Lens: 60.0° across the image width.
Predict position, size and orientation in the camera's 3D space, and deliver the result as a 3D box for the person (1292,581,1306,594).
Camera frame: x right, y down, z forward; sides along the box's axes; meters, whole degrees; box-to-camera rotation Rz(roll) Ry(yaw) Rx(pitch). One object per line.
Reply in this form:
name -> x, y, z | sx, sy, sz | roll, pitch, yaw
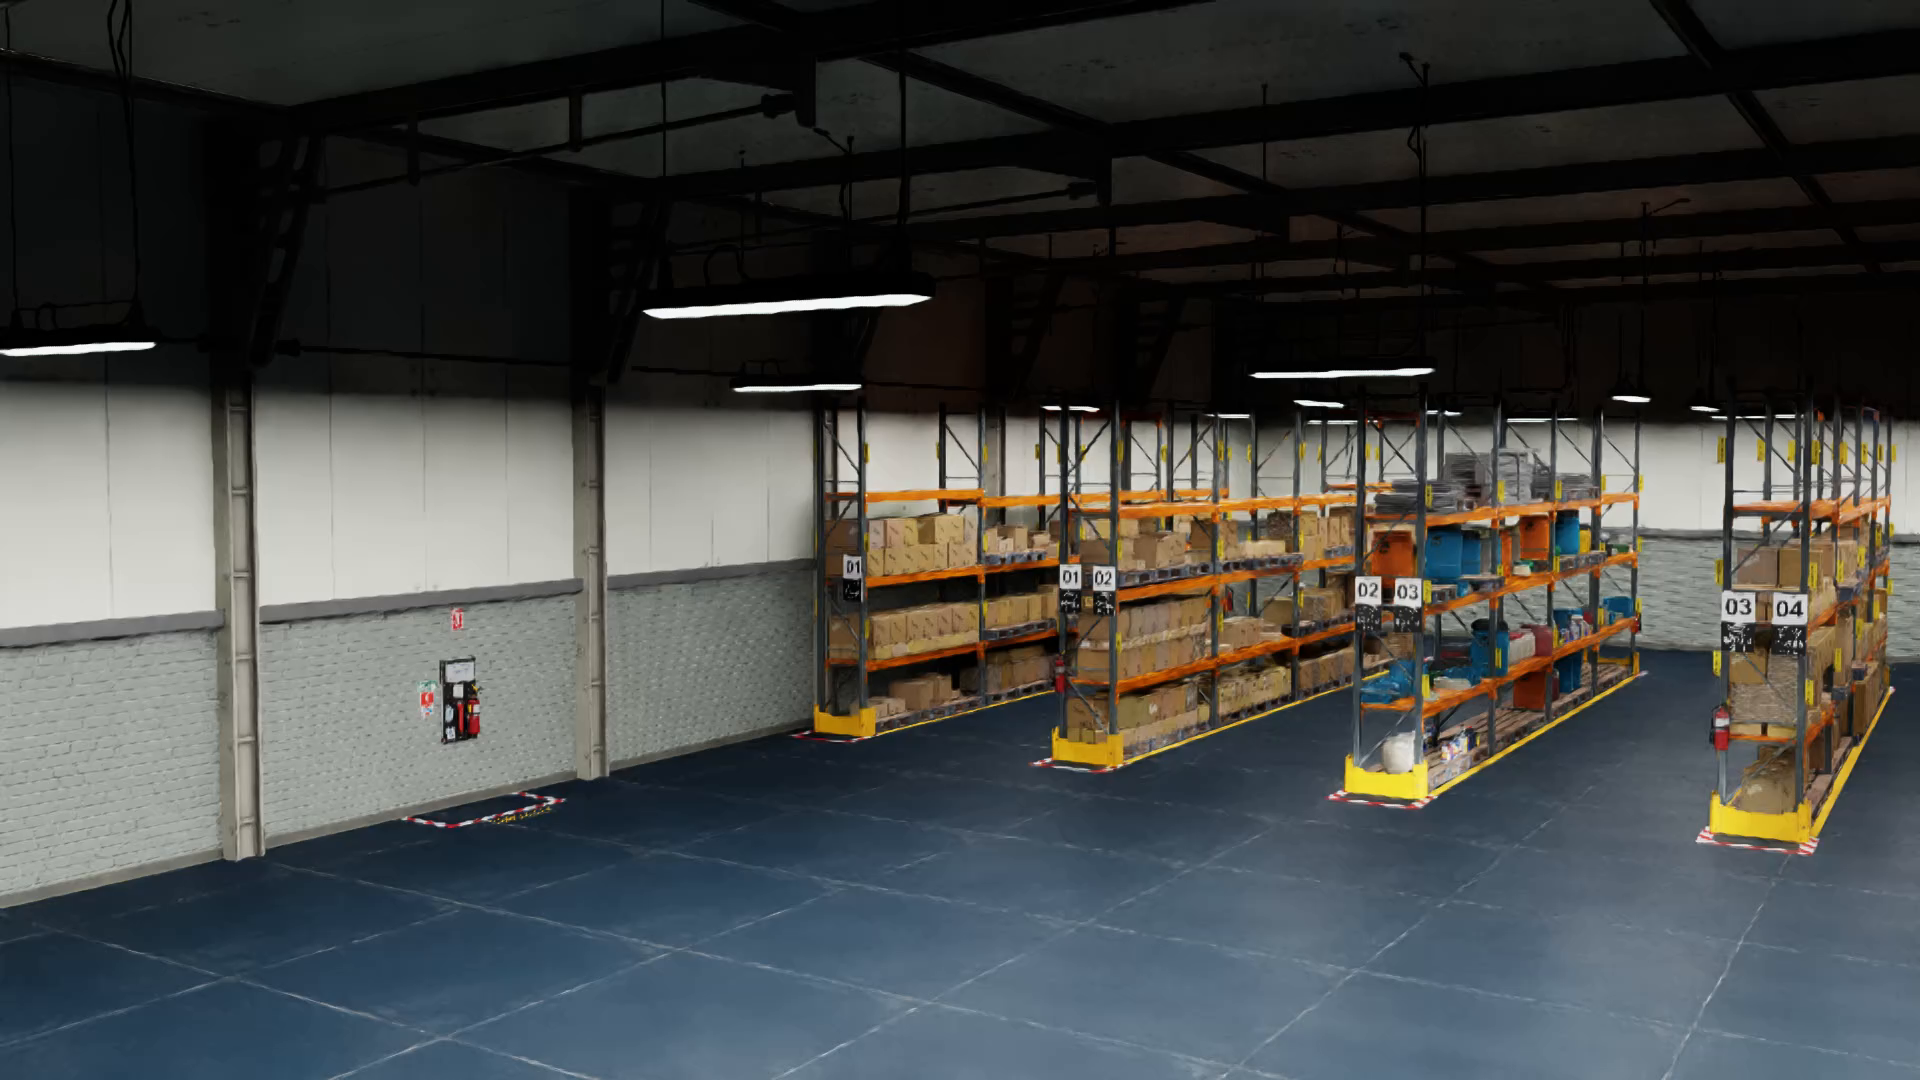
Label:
person -> 8.506, 1.926, 41.828 | 0.510, 1.764, 0.670 | 3, 4, 44
